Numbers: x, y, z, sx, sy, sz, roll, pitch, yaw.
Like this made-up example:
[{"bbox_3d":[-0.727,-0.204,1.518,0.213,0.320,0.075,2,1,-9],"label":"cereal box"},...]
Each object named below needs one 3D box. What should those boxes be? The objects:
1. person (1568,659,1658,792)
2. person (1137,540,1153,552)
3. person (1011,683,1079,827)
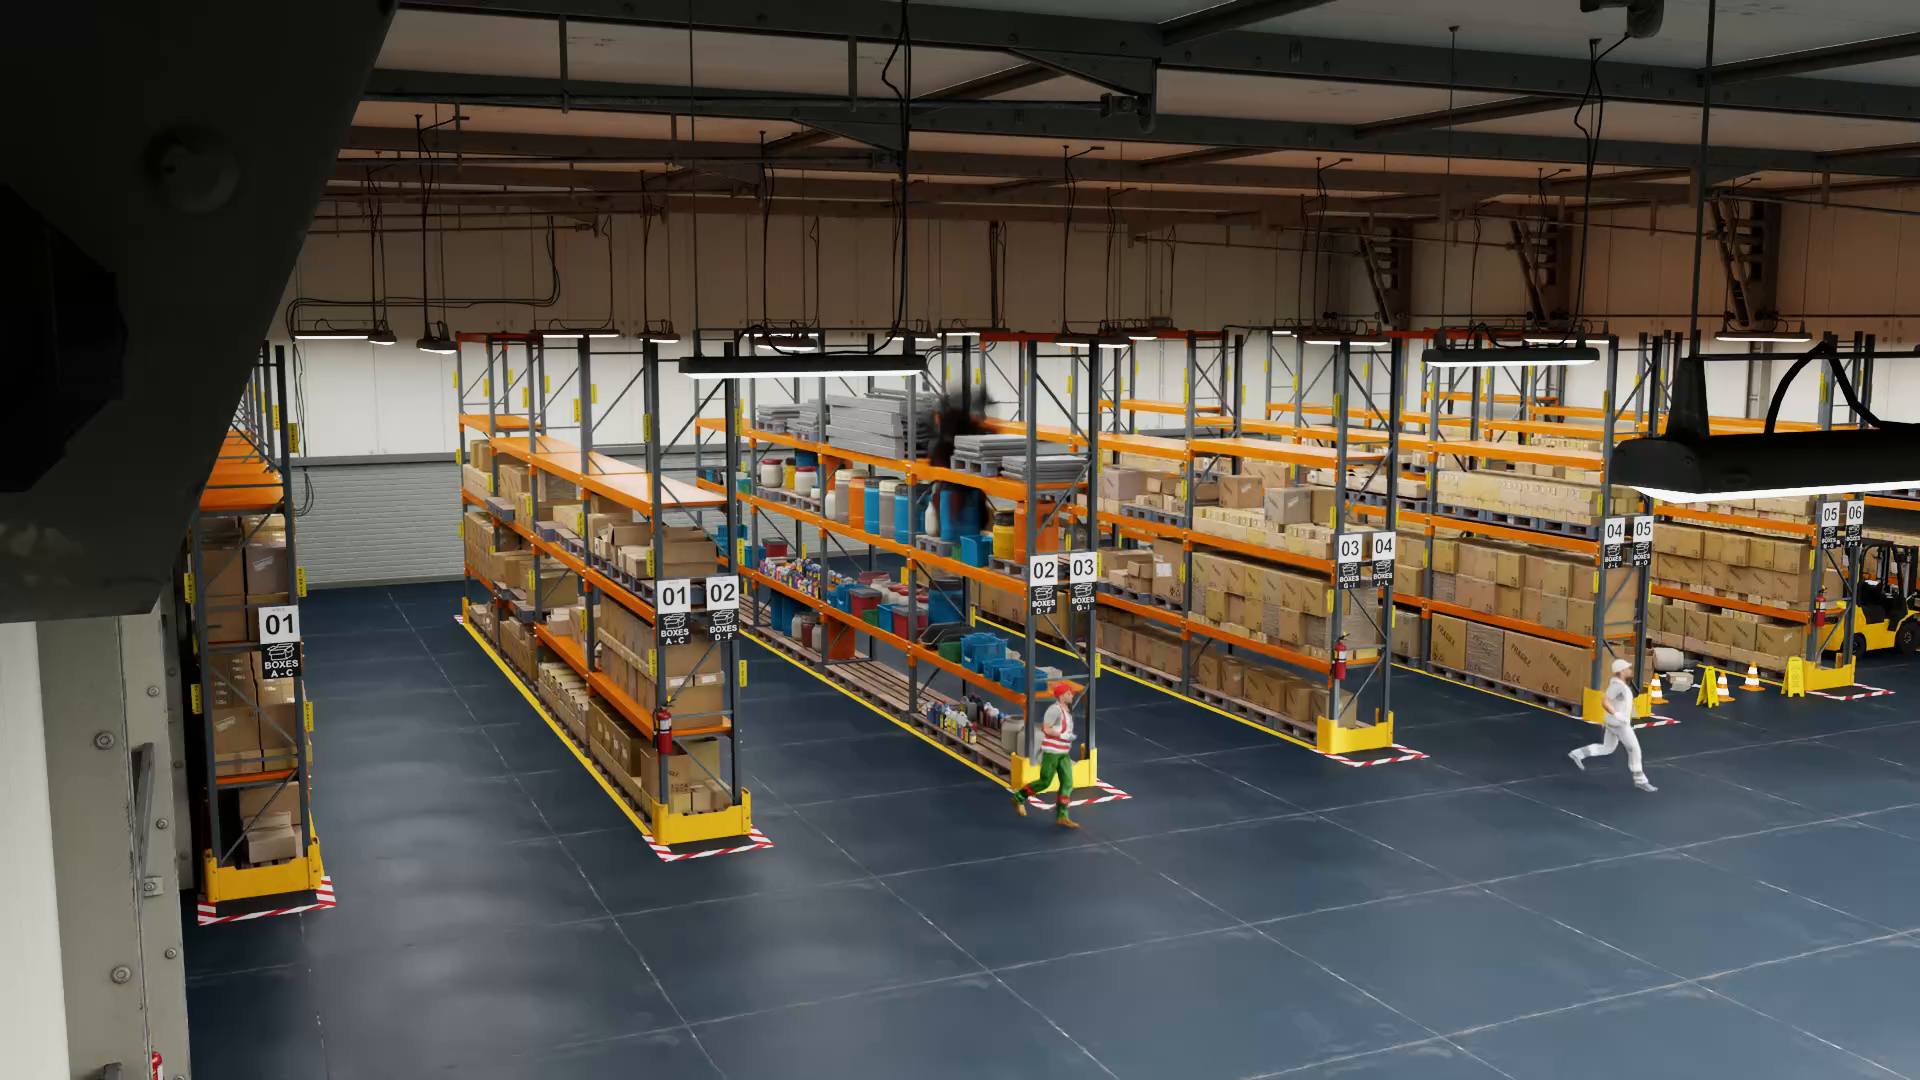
[{"bbox_3d":[8.797,2.468,22.334,1.145,1.778,0.626,1,8,11],"label":"person"},{"bbox_3d":[4.700,-0.134,41.672,0.745,1.745,0.579,-7,10,-41],"label":"person"},{"bbox_3d":[1.186,2.657,20.911,0.946,1.743,0.680,5,9,31],"label":"person"}]
